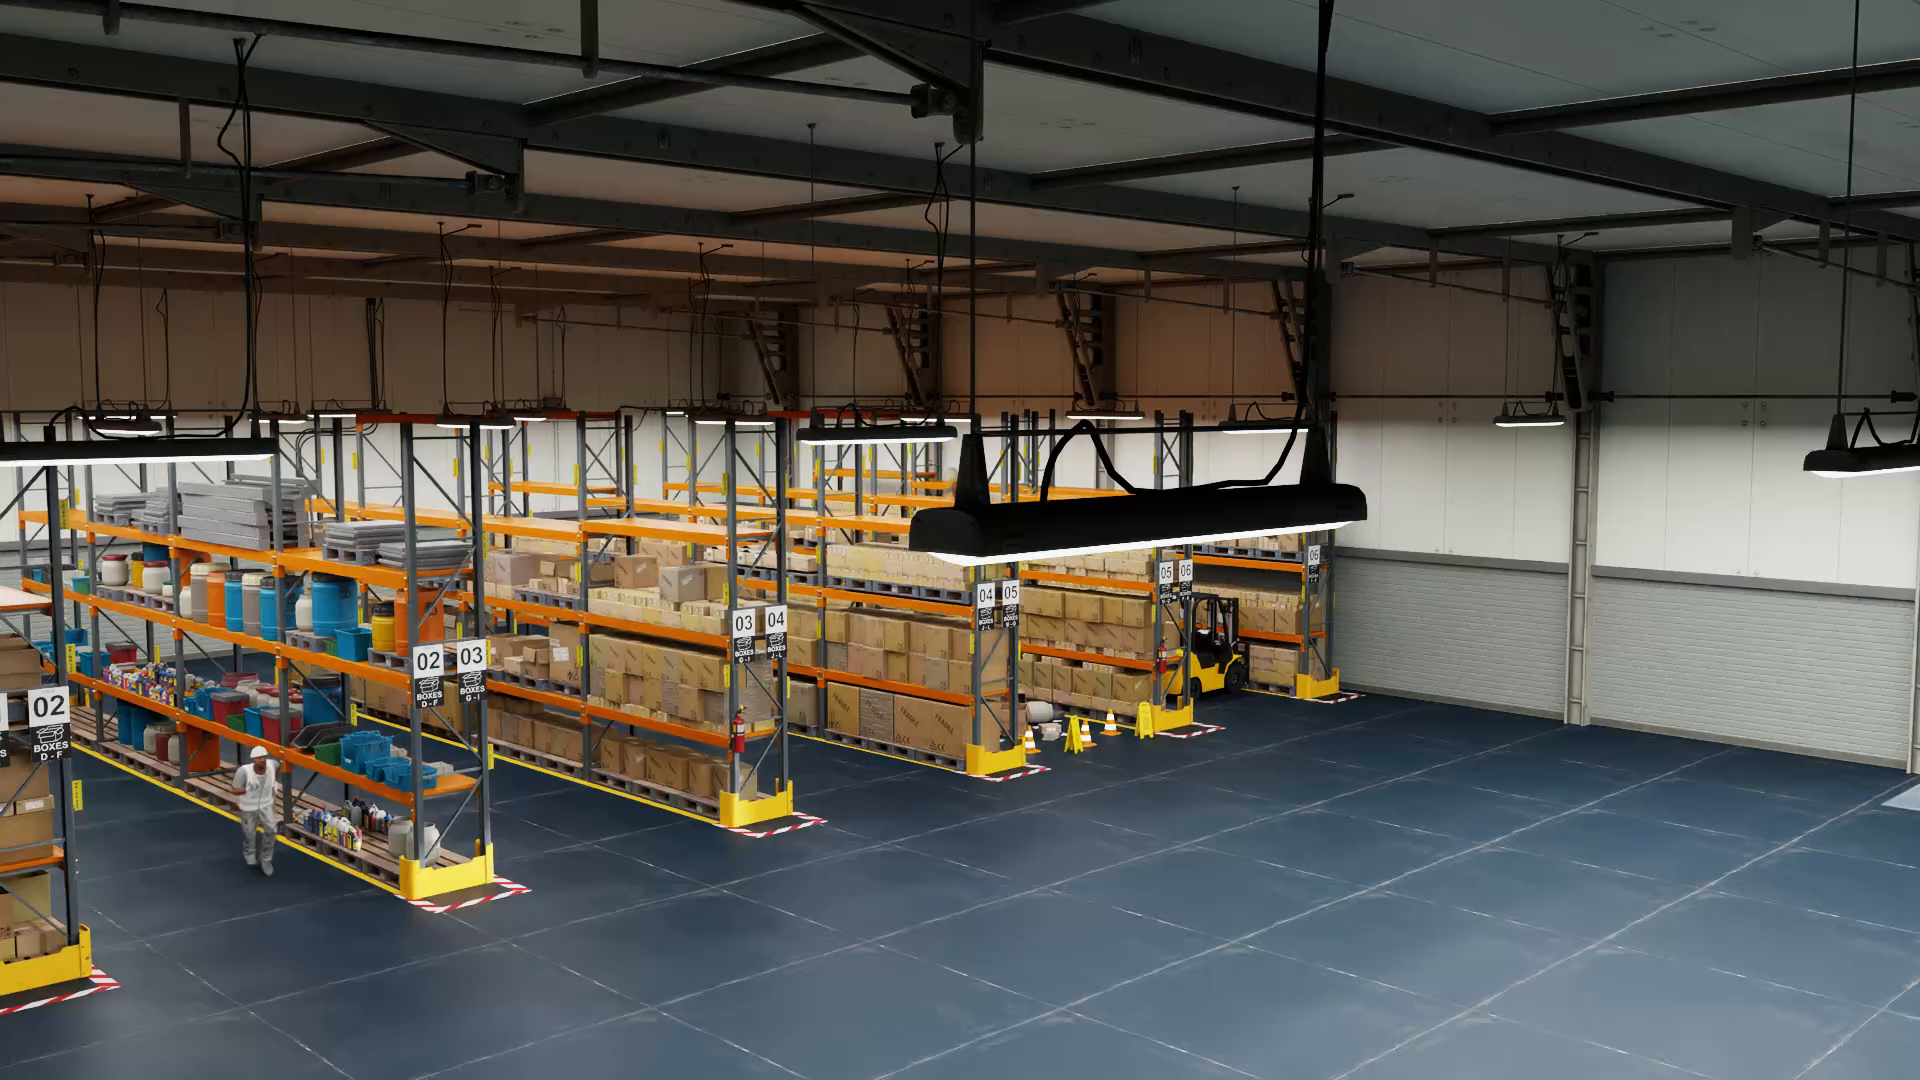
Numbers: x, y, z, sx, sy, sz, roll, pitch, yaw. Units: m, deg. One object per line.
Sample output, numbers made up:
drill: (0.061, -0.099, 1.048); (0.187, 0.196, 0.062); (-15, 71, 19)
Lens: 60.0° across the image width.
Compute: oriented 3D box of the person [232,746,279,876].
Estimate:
person: (-9.298, 3.552, 21.964); (0.648, 1.747, 0.939); (-3, 6, -35)
